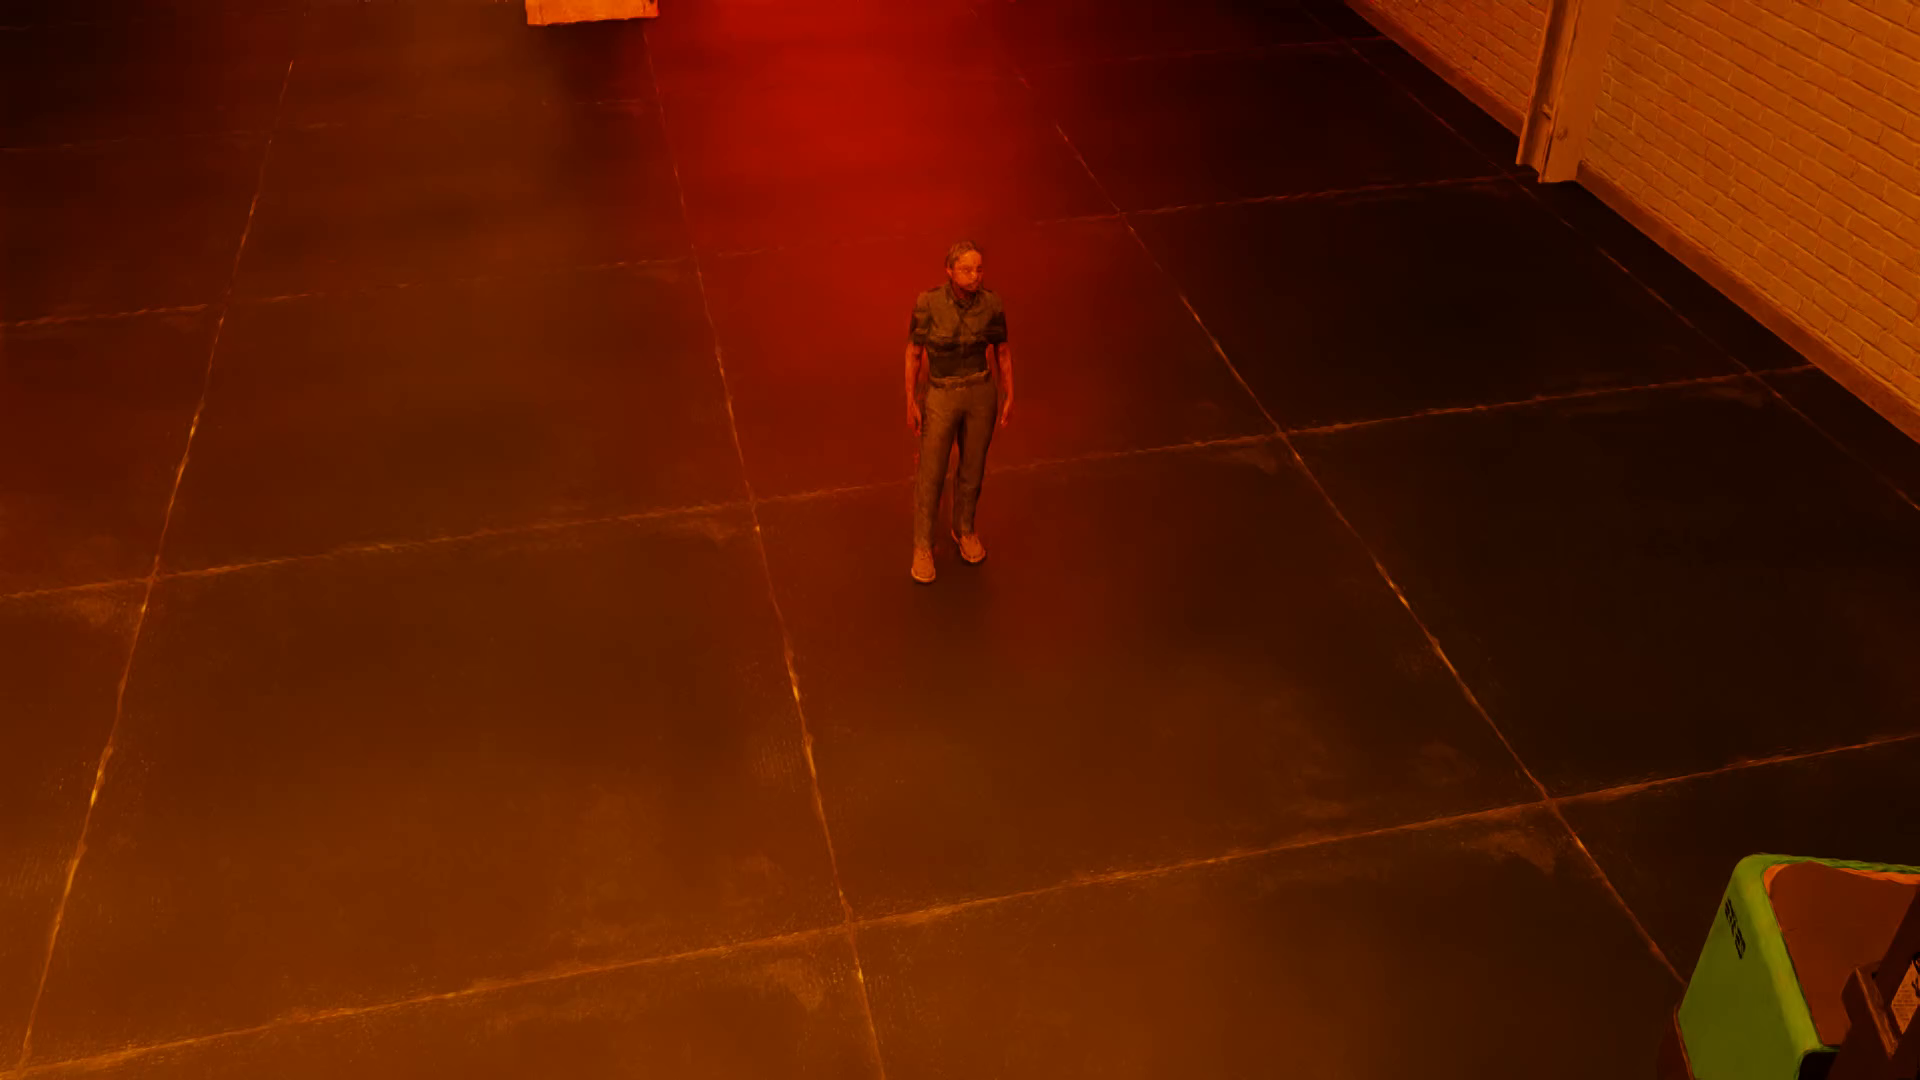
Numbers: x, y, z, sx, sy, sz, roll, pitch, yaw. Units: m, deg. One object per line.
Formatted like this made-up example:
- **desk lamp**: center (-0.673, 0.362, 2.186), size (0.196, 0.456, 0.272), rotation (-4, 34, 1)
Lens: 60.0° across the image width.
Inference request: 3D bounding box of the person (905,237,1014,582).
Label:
- **person**: center (0.001, -0.625, 7.999), size (0.570, 1.654, 0.503), rotation (-8, 36, -11)

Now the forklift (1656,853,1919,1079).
- **forklift**: center (2.810, 1.568, 3.872), size (1.130, 2.935, 3.031), rotation (4, 36, 6)
